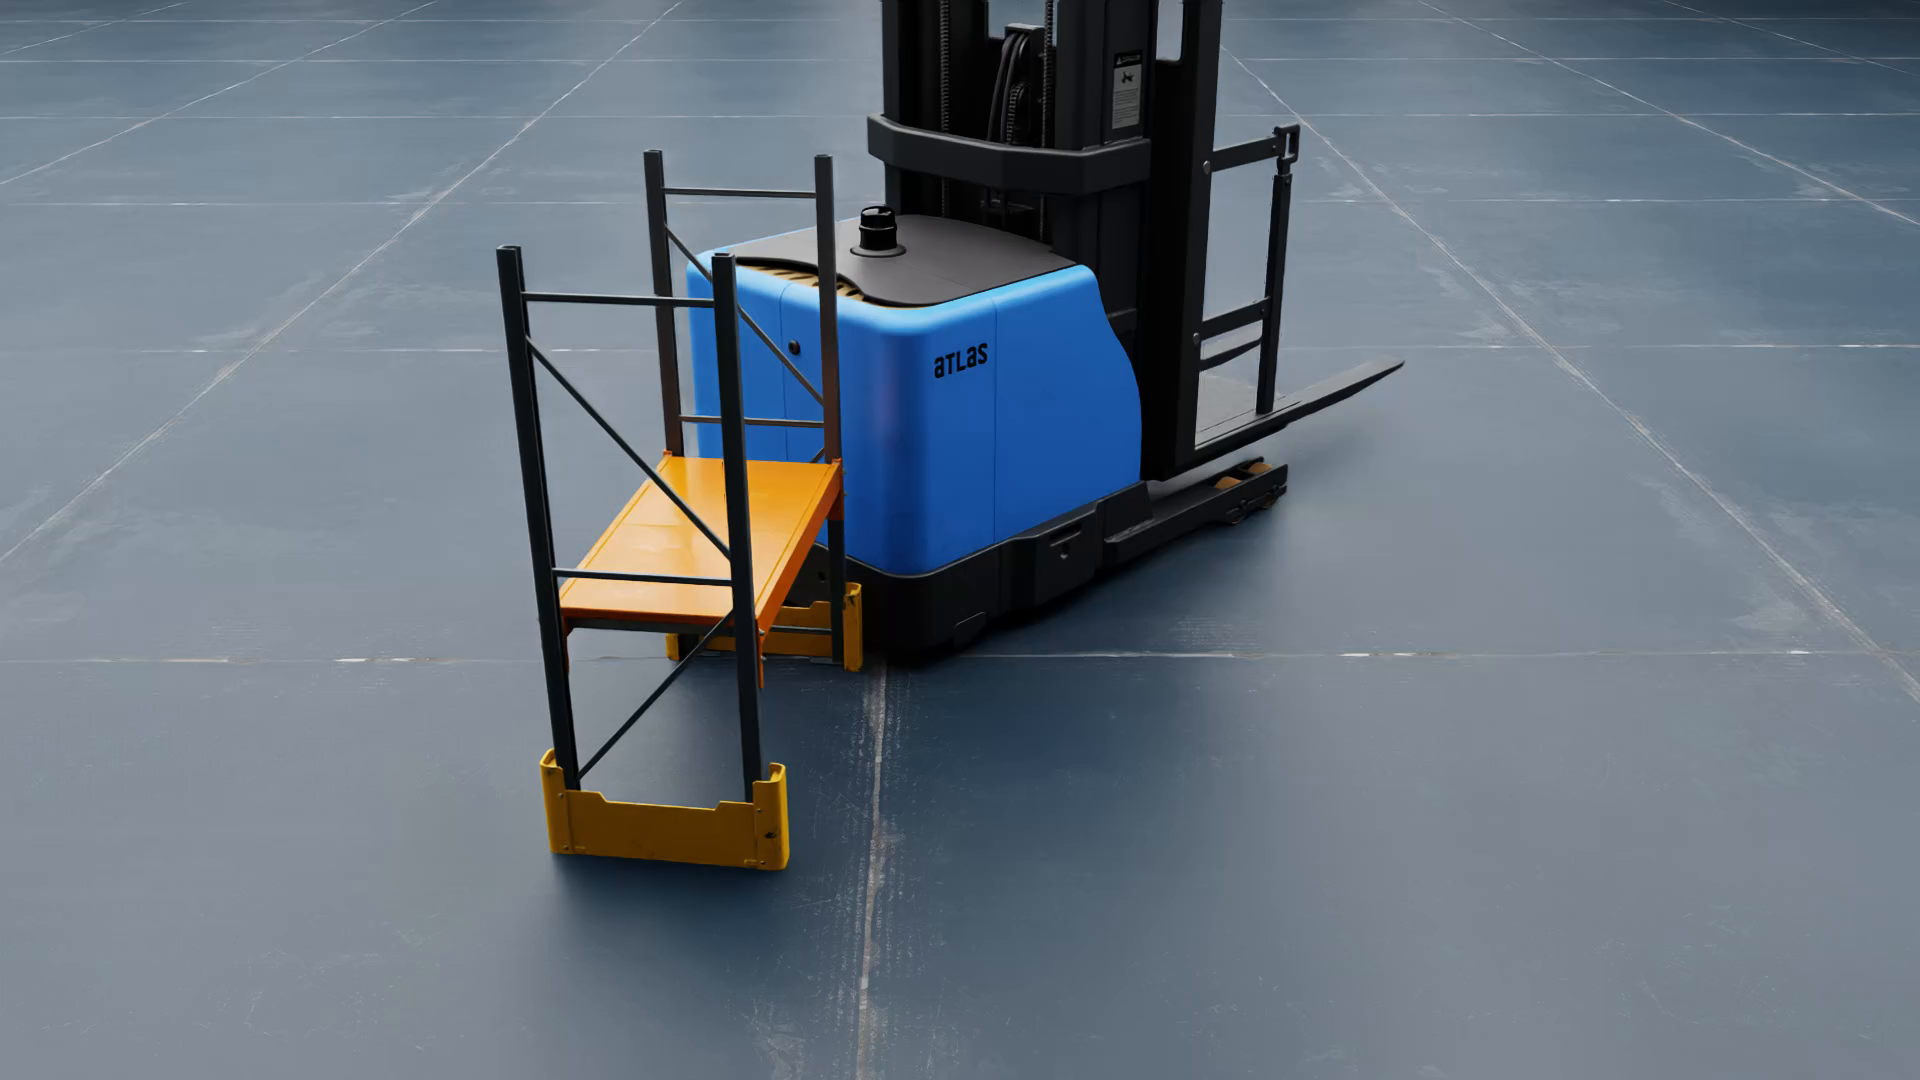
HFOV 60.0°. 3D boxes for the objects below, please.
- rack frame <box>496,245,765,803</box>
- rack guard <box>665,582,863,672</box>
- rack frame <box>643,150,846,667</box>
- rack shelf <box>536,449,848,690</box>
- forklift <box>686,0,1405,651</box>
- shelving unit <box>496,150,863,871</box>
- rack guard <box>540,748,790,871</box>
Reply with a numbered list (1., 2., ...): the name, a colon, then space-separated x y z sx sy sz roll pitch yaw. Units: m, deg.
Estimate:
1. rack frame: -0.712 0.088 3.736 0.500 1.500 0.032 3 25 7
2. rack guard: -0.582 0.242 4.912 0.587 0.250 0.087 3 25 7
3. rack frame: -0.582 -0.328 4.655 0.500 1.500 0.032 3 25 7
4. rack shelf: -0.647 0.044 4.270 0.538 0.185 1.000 3 25 7
5. forklift: 0.538 -1.523 5.561 1.130 2.935 3.031 22 32 40
6. shelving unit: -0.646 -0.124 4.204 0.587 1.500 1.083 3 25 7
7. rack guard: -0.709 0.649 4.012 0.587 0.250 0.087 3 25 7
